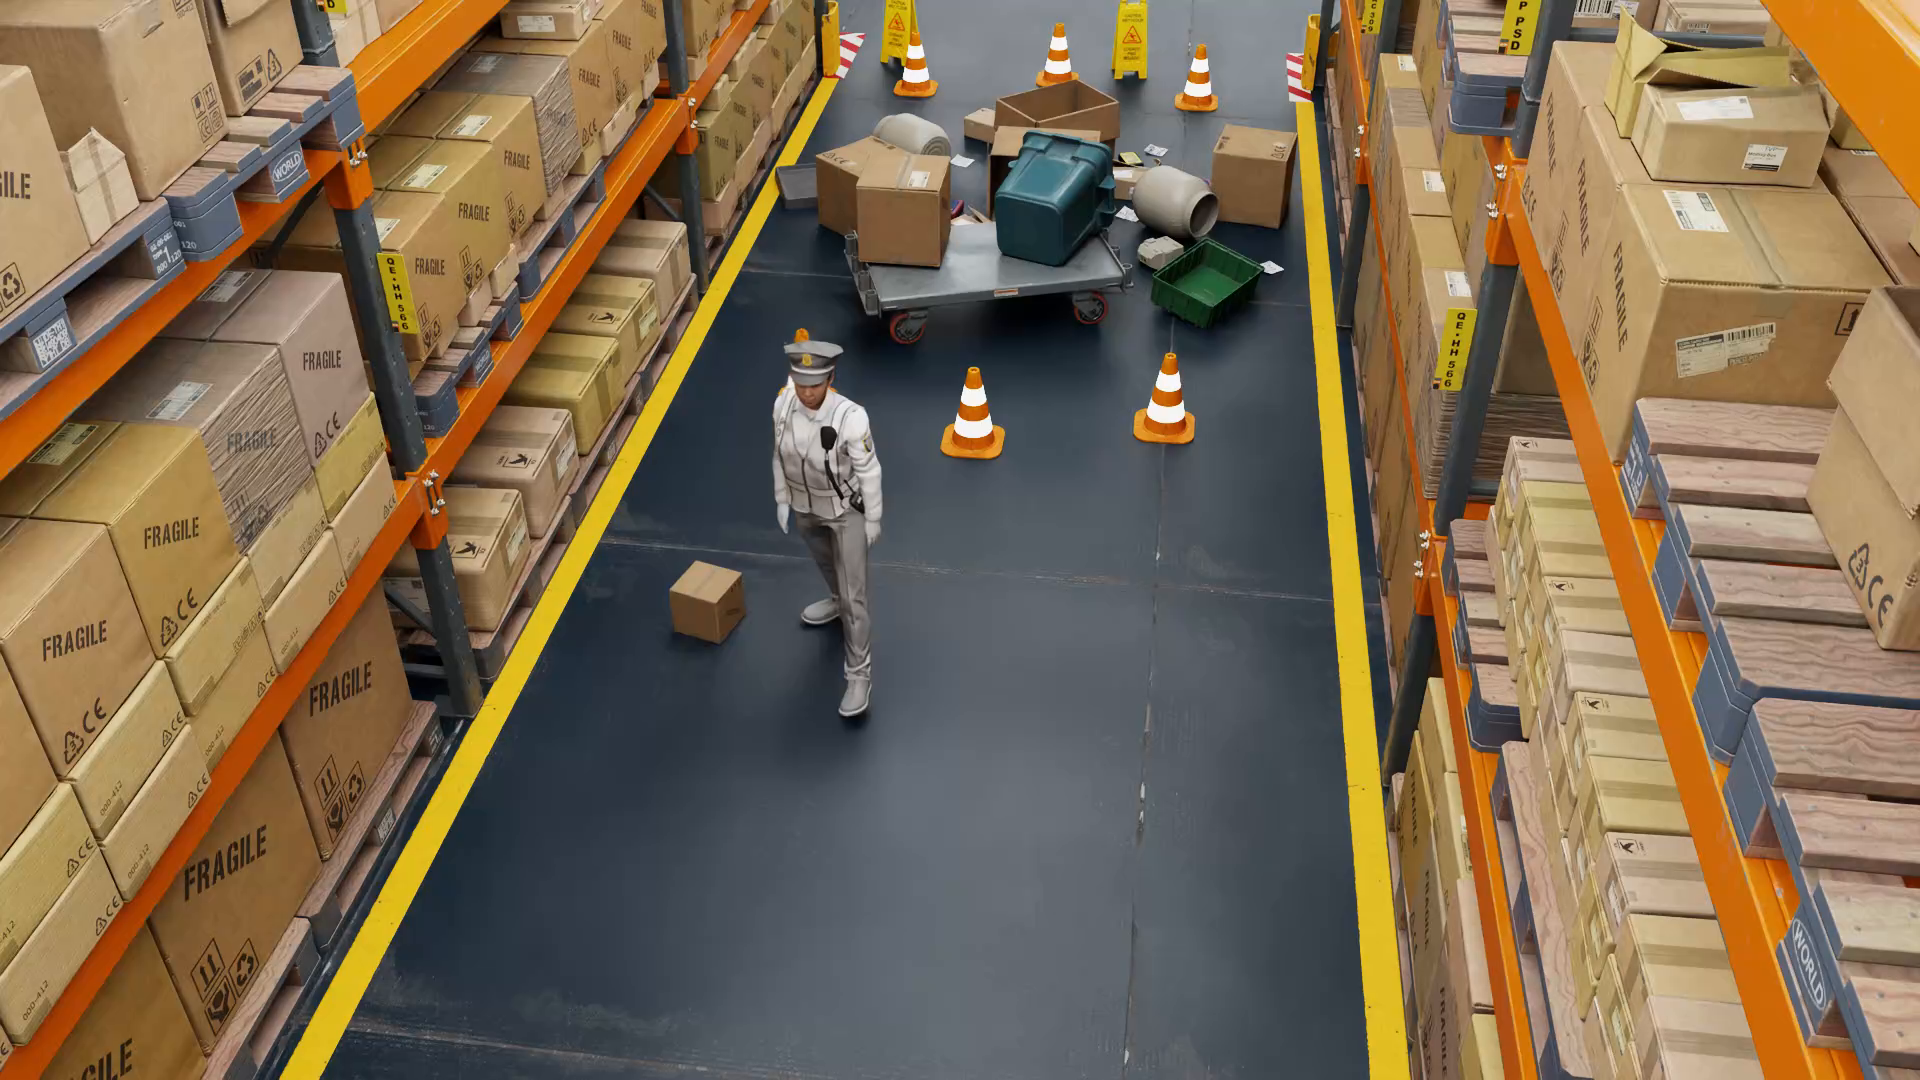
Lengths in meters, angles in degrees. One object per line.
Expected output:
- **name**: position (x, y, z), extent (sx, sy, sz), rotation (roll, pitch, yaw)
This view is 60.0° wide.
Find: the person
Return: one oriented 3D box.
- **person**: position (-0.554, -0.111, 7.153), extent (0.642, 1.655, 0.772), rotation (18, 40, 22)
